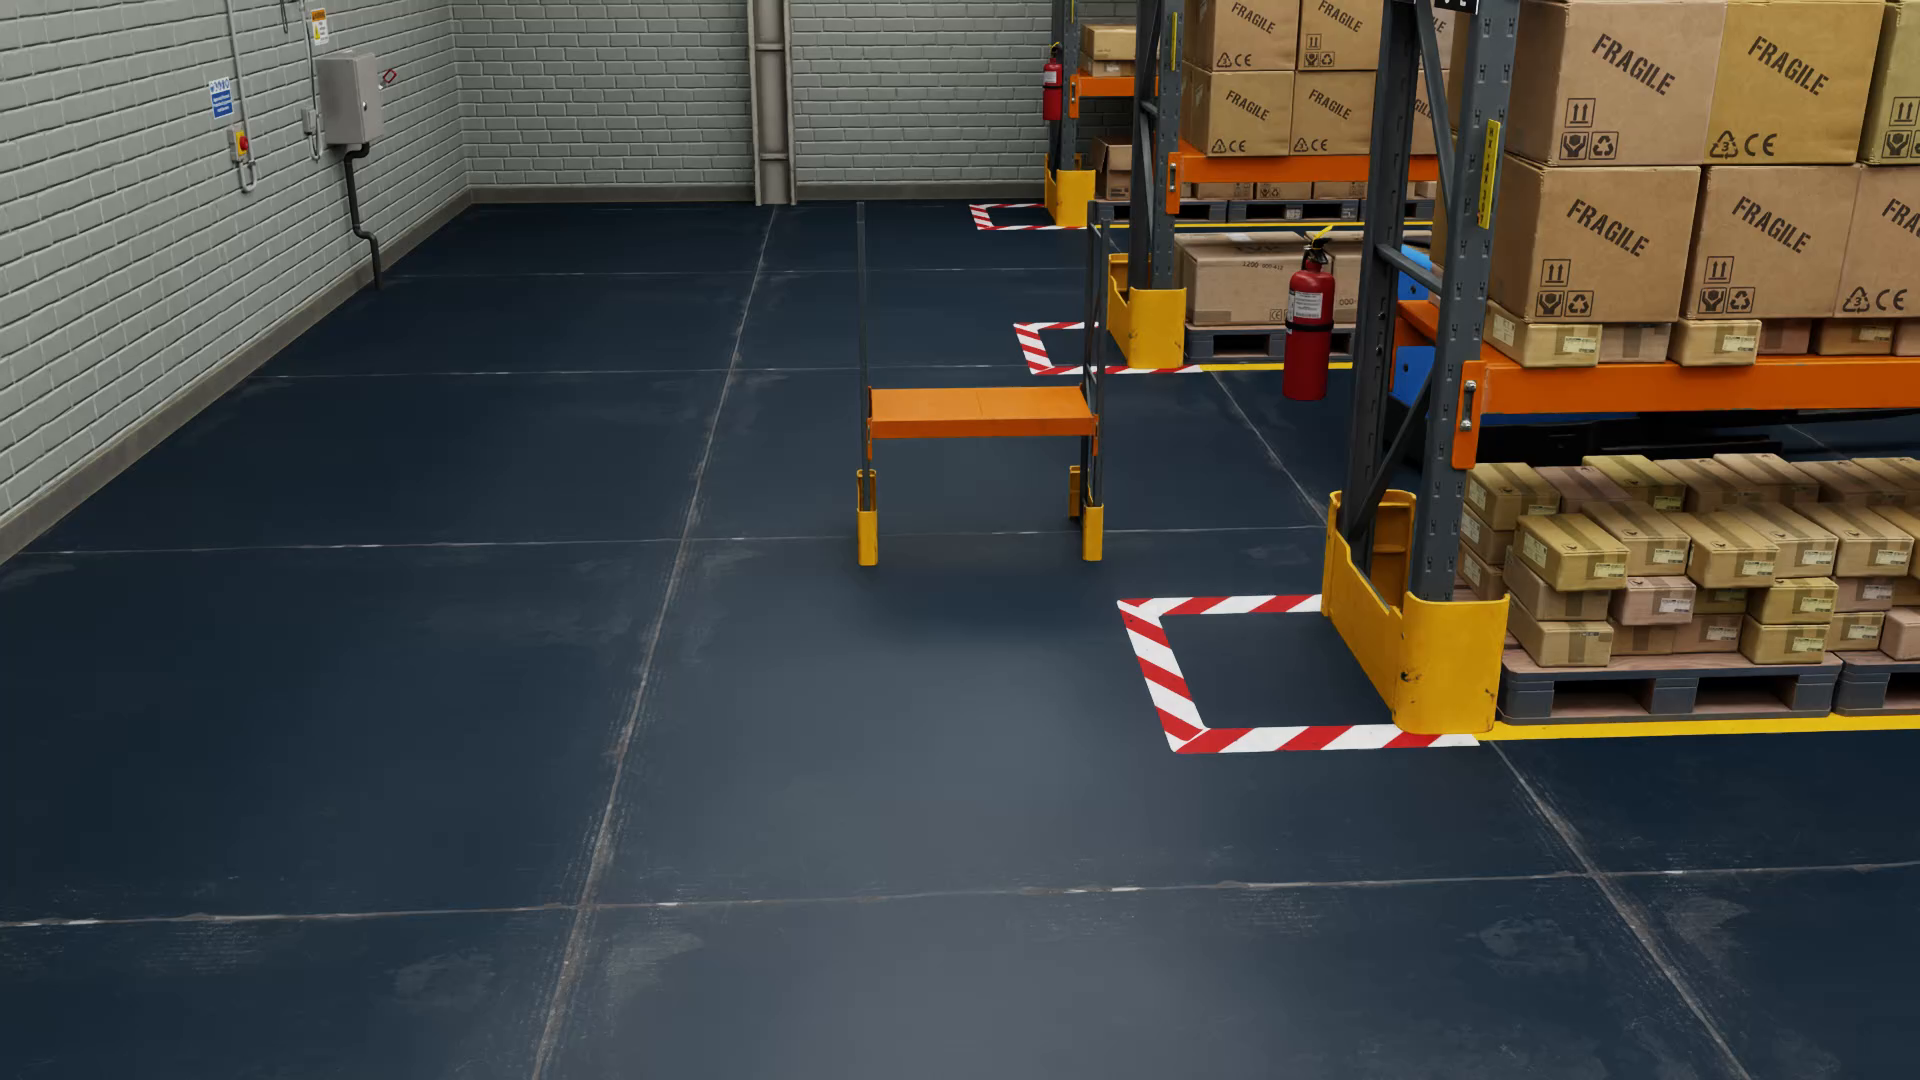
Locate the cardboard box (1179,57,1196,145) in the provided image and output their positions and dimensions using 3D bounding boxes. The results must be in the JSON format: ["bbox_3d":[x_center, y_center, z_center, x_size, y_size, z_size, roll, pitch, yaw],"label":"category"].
[{"bbox_3d":[1.696,-2.834,10.708,0.500,0.500,0.500,-1,21,-3],"label":"cardboard box"}]

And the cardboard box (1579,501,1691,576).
[{"bbox_3d":[2.424,-0.007,6.005,0.250,0.149,0.380,-1,21,-2],"label":"cardboard box"}]

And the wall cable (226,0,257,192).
[{"bbox_3d":[-4.399,-3.050,9.945,0.123,1.953,0.585,-1,21,-3],"label":"wall cable"}]

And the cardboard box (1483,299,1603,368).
[{"bbox_3d":[1.955,-0.700,5.597,0.250,0.149,0.380,-1,21,-3],"label":"cardboard box"}]

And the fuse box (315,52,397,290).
[{"bbox_3d":[-4.373,-2.708,12.328,0.414,1.711,0.539,-1,21,-3],"label":"fuse box"}]

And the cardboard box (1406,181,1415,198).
[{"bbox_3d":[4.040,-3.324,15.387,0.258,0.266,0.396,0,21,-1],"label":"cardboard box"}]

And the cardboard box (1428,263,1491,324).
[{"bbox_3d":[1.922,-0.917,6.166,0.250,0.149,0.380,-1,21,-3],"label":"cardboard box"}]

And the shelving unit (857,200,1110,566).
[{"bbox_3d":[0.076,-0.702,7.358,1.083,1.500,0.587,-1,21,-3],"label":"shelving unit"}]

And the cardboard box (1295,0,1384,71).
[{"bbox_3d":[2.240,-3.119,10.052,0.500,0.500,0.500,-2,21,-5],"label":"cardboard box"}]

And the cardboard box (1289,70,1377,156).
[{"bbox_3d":[2.229,-2.658,10.246,0.500,0.500,0.500,-1,21,-4],"label":"cardboard box"}]

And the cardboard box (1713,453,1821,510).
[{"bbox_3d":[3.160,-0.213,6.545,0.250,0.149,0.380,0,21,-1],"label":"cardboard box"}]

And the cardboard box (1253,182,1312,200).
[{"bbox_3d":[2.948,-3.432,15.343,0.500,0.500,0.500,-1,21,-2],"label":"cardboard box"}]

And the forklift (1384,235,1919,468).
[{"bbox_3d":[3.768,-1.901,8.496,3.031,2.935,1.130,-3,21,-9],"label":"forklift"}]

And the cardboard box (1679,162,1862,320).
[{"bbox_3d":[2.610,-1.044,5.588,0.500,0.500,0.500,-1,21,-3],"label":"cardboard box"}]

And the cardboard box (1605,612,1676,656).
[{"bbox_3d":[2.411,0.278,6.093,0.250,0.149,0.380,-1,21,-3],"label":"cardboard box"}]

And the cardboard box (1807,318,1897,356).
[{"bbox_3d":[3.002,-0.757,5.746,0.250,0.149,0.380,-1,21,-4],"label":"cardboard box"}]

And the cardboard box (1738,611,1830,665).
[{"bbox_3d":[2.920,0.304,6.024,0.250,0.149,0.380,-1,21,-2],"label":"cardboard box"}]

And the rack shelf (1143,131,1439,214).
[{"bbox_3d":[3.226,-2.388,10.688,4.000,0.370,1.077,-1,21,-3],"label":"rack shelf"}]

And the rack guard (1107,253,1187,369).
[{"bbox_3d":[1.206,-1.515,10.897,0.348,0.500,1.175,-1,21,-3],"label":"rack guard"}]

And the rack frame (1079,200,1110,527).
[{"bbox_3d":[0.593,-0.713,7.386,0.032,1.500,0.500,-1,21,-3],"label":"rack frame"}]

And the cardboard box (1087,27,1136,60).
[{"bbox_3d":[1.411,-4.429,14.831,0.500,0.250,0.500,-1,21,-3],"label":"cardboard box"}]

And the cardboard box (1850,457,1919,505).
[{"bbox_3d":[3.689,-0.194,6.496,0.250,0.149,0.380,-1,21,-3],"label":"cardboard box"}]

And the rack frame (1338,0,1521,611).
[{"bbox_3d":[1.613,-0.927,5.840,0.127,3.000,1.000,-1,21,-3],"label":"rack frame"}]

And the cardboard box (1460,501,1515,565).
[{"bbox_3d":[2.124,-0.042,6.514,0.250,0.149,0.380,-2,21,-5],"label":"cardboard box"}]

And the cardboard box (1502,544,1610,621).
[{"bbox_3d":[2.151,0.150,6.008,0.250,0.149,0.380,0,21,-1],"label":"cardboard box"}]

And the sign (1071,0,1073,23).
[{"bbox_3d":[0.974,-4.658,14.424,0.005,0.325,0.100,-1,21,-3],"label":"sign"}]

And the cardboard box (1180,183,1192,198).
[{"bbox_3d":[1.985,-3.284,15.448,0.250,0.149,0.380,-2,21,-5],"label":"cardboard box"}]

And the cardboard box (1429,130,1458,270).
[{"bbox_3d":[2.047,-1.213,6.034,0.500,0.500,0.500,-1,21,-2],"label":"cardboard box"}]

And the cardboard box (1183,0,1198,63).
[{"bbox_3d":[1.697,-3.292,10.506,0.500,0.500,0.500,0,21,-1],"label":"cardboard box"}]

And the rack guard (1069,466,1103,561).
[{"bbox_3d":[0.573,-0.128,7.607,0.087,0.250,0.587,-1,21,-3],"label":"rack guard"}]

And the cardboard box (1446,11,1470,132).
[{"bbox_3d":[2.056,-1.678,5.848,0.500,0.500,0.500,-2,21,-4],"label":"cardboard box"}]

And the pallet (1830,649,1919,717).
[{"bbox_3d":[3.717,0.347,6.413,1.213,0.211,1.003,-1,21,-3],"label":"pallet"}]

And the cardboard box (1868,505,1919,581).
[{"bbox_3d":[3.468,0.007,5.967,0.250,0.149,0.380,-1,21,-2],"label":"cardboard box"}]

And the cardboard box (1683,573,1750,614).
[{"bbox_3d":[2.667,0.129,6.066,0.250,0.149,0.380,-1,21,-2],"label":"cardboard box"}]

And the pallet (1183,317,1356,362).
[{"bbox_3d":[2.023,-1.424,11.065,1.213,0.211,1.003,-1,21,-3],"label":"pallet"}]

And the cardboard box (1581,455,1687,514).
[{"bbox_3d":[2.633,-0.205,6.524,0.250,0.149,0.380,-2,21,-4],"label":"cardboard box"}]

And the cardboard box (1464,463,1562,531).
[{"bbox_3d":[2.127,-0.170,6.432,0.250,0.149,0.380,-1,21,-2],"label":"cardboard box"}]

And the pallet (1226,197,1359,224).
[{"bbox_3d":[3.029,-3.185,15.691,1.213,0.211,1.003,-1,21,-3],"label":"pallet"}]

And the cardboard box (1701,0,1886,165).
[{"bbox_3d":[2.580,-1.507,5.401,0.500,0.500,0.500,-1,21,-1],"label":"cardboard box"}]

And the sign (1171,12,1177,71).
[{"bbox_3d":[1.255,-2.928,9.767,0.005,0.325,0.100,-1,21,-3],"label":"sign"}]

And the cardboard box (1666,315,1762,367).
[{"bbox_3d":[2.478,-0.706,5.613,0.250,0.149,0.380,-2,21,-5],"label":"cardboard box"}]

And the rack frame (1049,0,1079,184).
[{"bbox_3d":[0.942,-4.447,15.085,0.127,3.000,1.000,-1,21,-3],"label":"rack frame"}]

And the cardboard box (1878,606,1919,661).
[{"bbox_3d":[3.423,0.291,6.058,0.250,0.149,0.380,-2,21,-6],"label":"cardboard box"}]

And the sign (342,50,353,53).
[{"bbox_3d":[-4.608,-3.437,12.565,0.001,0.494,0.329,-1,21,-3],"label":"sign"}]

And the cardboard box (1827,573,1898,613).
[{"bbox_3d":[3.189,0.123,6.081,0.250,0.149,0.380,-2,21,-6],"label":"cardboard box"}]

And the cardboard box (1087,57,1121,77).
[{"bbox_3d":[1.286,-4.238,14.891,0.250,0.149,0.380,-1,21,-3],"label":"cardboard box"}]

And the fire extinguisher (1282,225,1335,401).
[{"bbox_3d":[1.335,-0.876,6.338,0.183,0.674,0.296,-1,21,-3],"label":"fire extinguisher"}]

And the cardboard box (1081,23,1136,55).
[{"bbox_3d":[1.387,-4.619,15.331,0.500,0.250,0.500,-1,21,-1],"label":"cardboard box"}]

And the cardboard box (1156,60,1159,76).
[{"bbox_3d":[1.798,-4.278,14.994,0.250,0.149,0.380,-1,21,-4],"label":"cardboard box"}]

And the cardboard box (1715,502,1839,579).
[{"bbox_3d":[2.926,-0.001,5.989,0.250,0.149,0.380,-2,21,-6],"label":"cardboard box"}]

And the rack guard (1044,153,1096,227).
[{"bbox_3d":[1.018,-3.280,15.533,0.348,0.500,1.175,-1,21,-3],"label":"rack guard"}]

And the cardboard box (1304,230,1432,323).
[{"bbox_3d":[2.796,-1.753,11.020,0.875,0.438,0.875,-1,21,-2],"label":"cardboard box"}]

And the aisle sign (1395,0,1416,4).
[{"bbox_3d":[1.523,-2.247,5.654,0.004,0.787,0.394,-1,21,-3],"label":"aisle sign"}]
